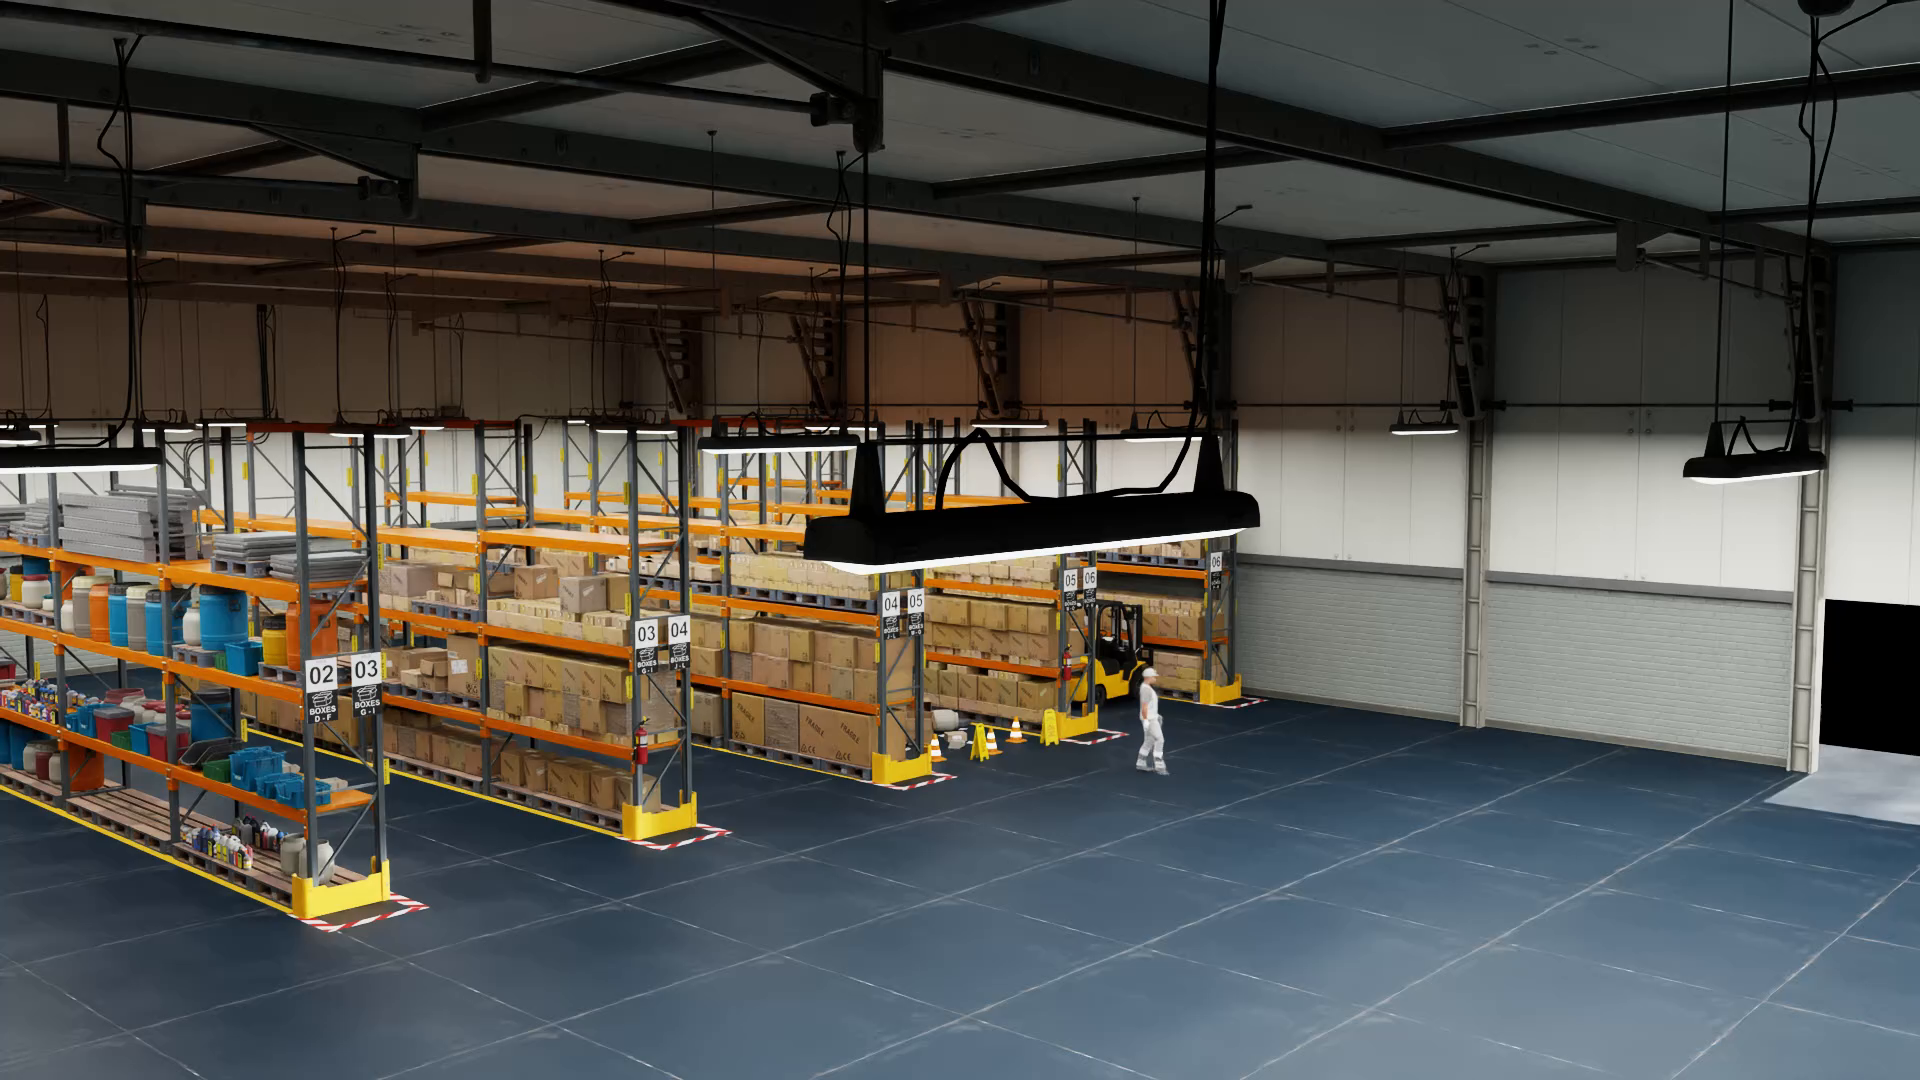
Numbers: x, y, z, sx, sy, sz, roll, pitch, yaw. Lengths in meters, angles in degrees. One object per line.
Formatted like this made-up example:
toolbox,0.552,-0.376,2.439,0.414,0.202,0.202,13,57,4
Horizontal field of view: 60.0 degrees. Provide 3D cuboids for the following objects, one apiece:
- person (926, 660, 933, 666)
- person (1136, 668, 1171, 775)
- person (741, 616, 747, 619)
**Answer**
person,-0.747,2.489,37.184,0.595,1.717,0.481,4,6,37
person,3.334,3.124,28.593,0.585,1.839,0.565,0,5,2
person,-4.602,2.527,35.575,0.457,1.780,0.605,4,6,37
